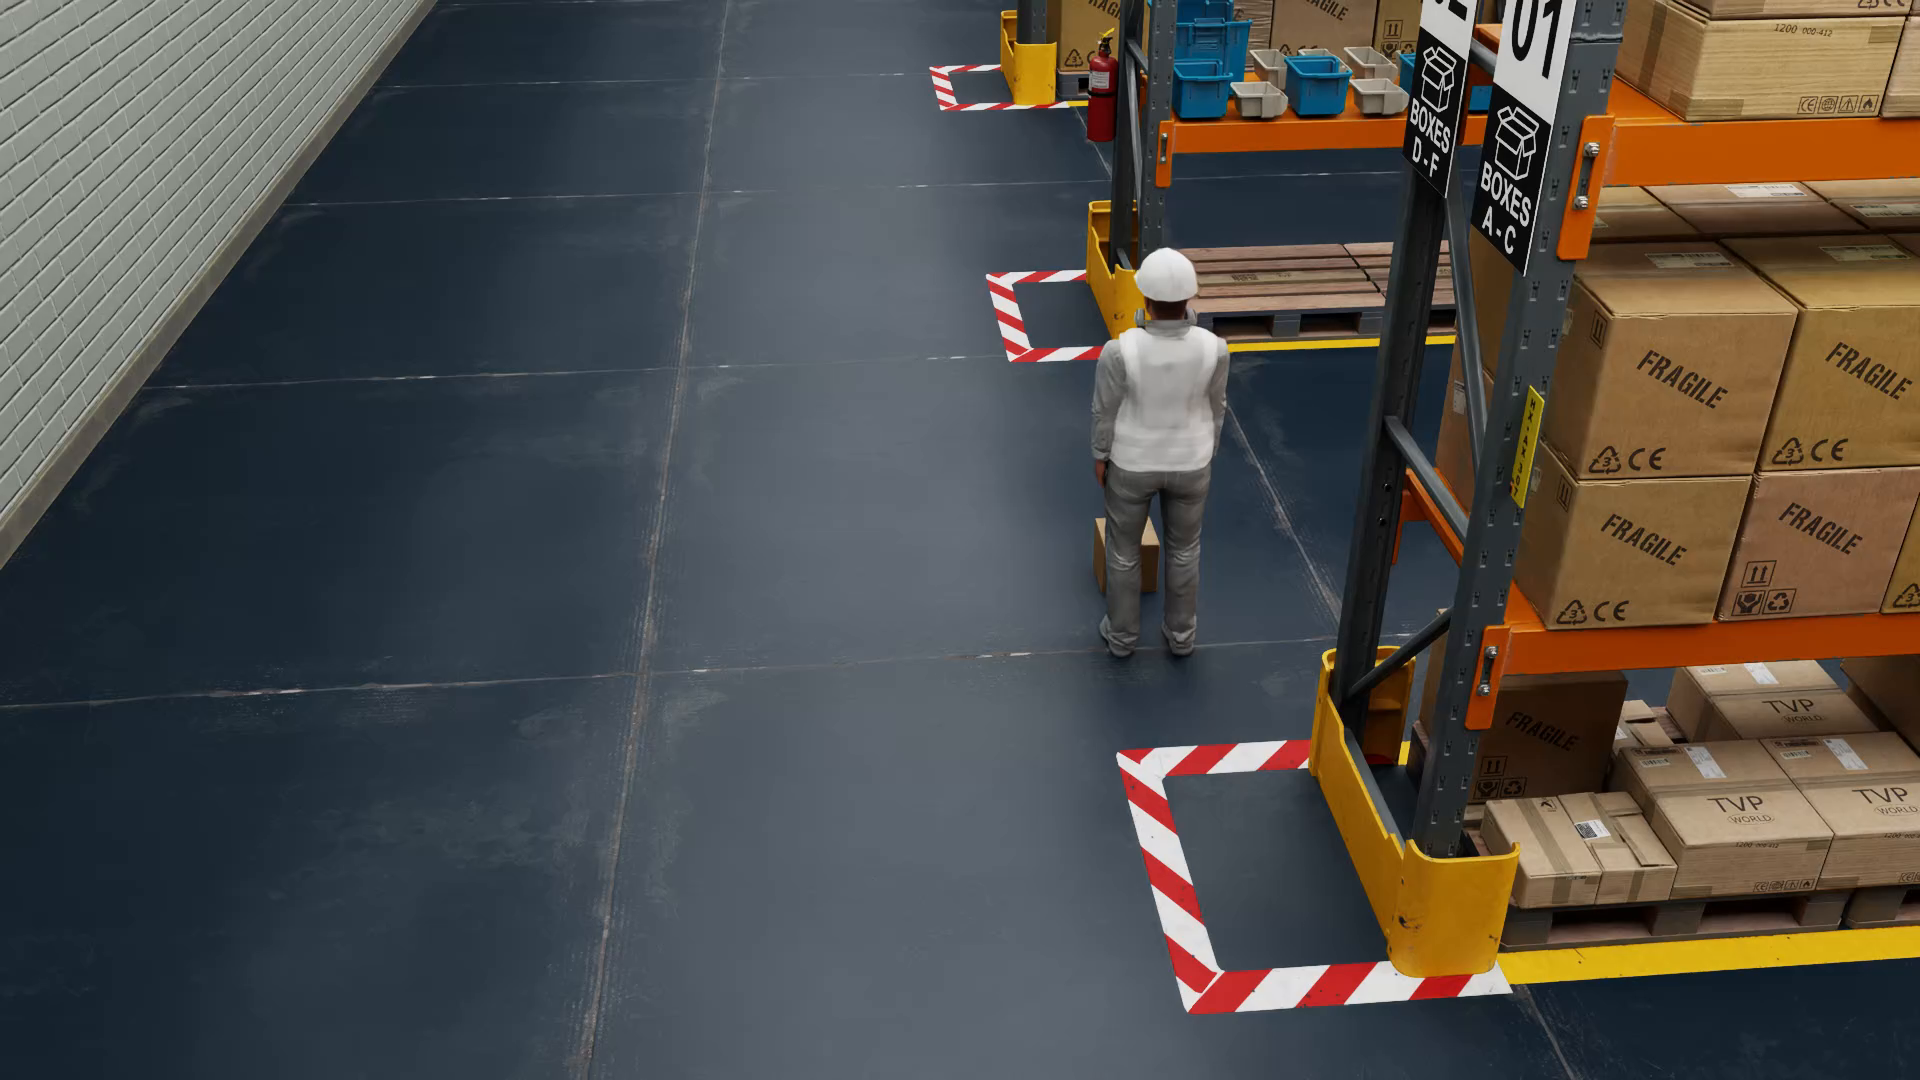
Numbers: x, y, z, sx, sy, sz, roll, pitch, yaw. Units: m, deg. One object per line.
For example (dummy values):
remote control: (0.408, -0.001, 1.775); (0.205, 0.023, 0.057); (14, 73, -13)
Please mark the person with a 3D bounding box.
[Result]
person: (0.778, -0.330, 6.665); (0.532, 1.766, 0.360); (-2, 31, -3)
